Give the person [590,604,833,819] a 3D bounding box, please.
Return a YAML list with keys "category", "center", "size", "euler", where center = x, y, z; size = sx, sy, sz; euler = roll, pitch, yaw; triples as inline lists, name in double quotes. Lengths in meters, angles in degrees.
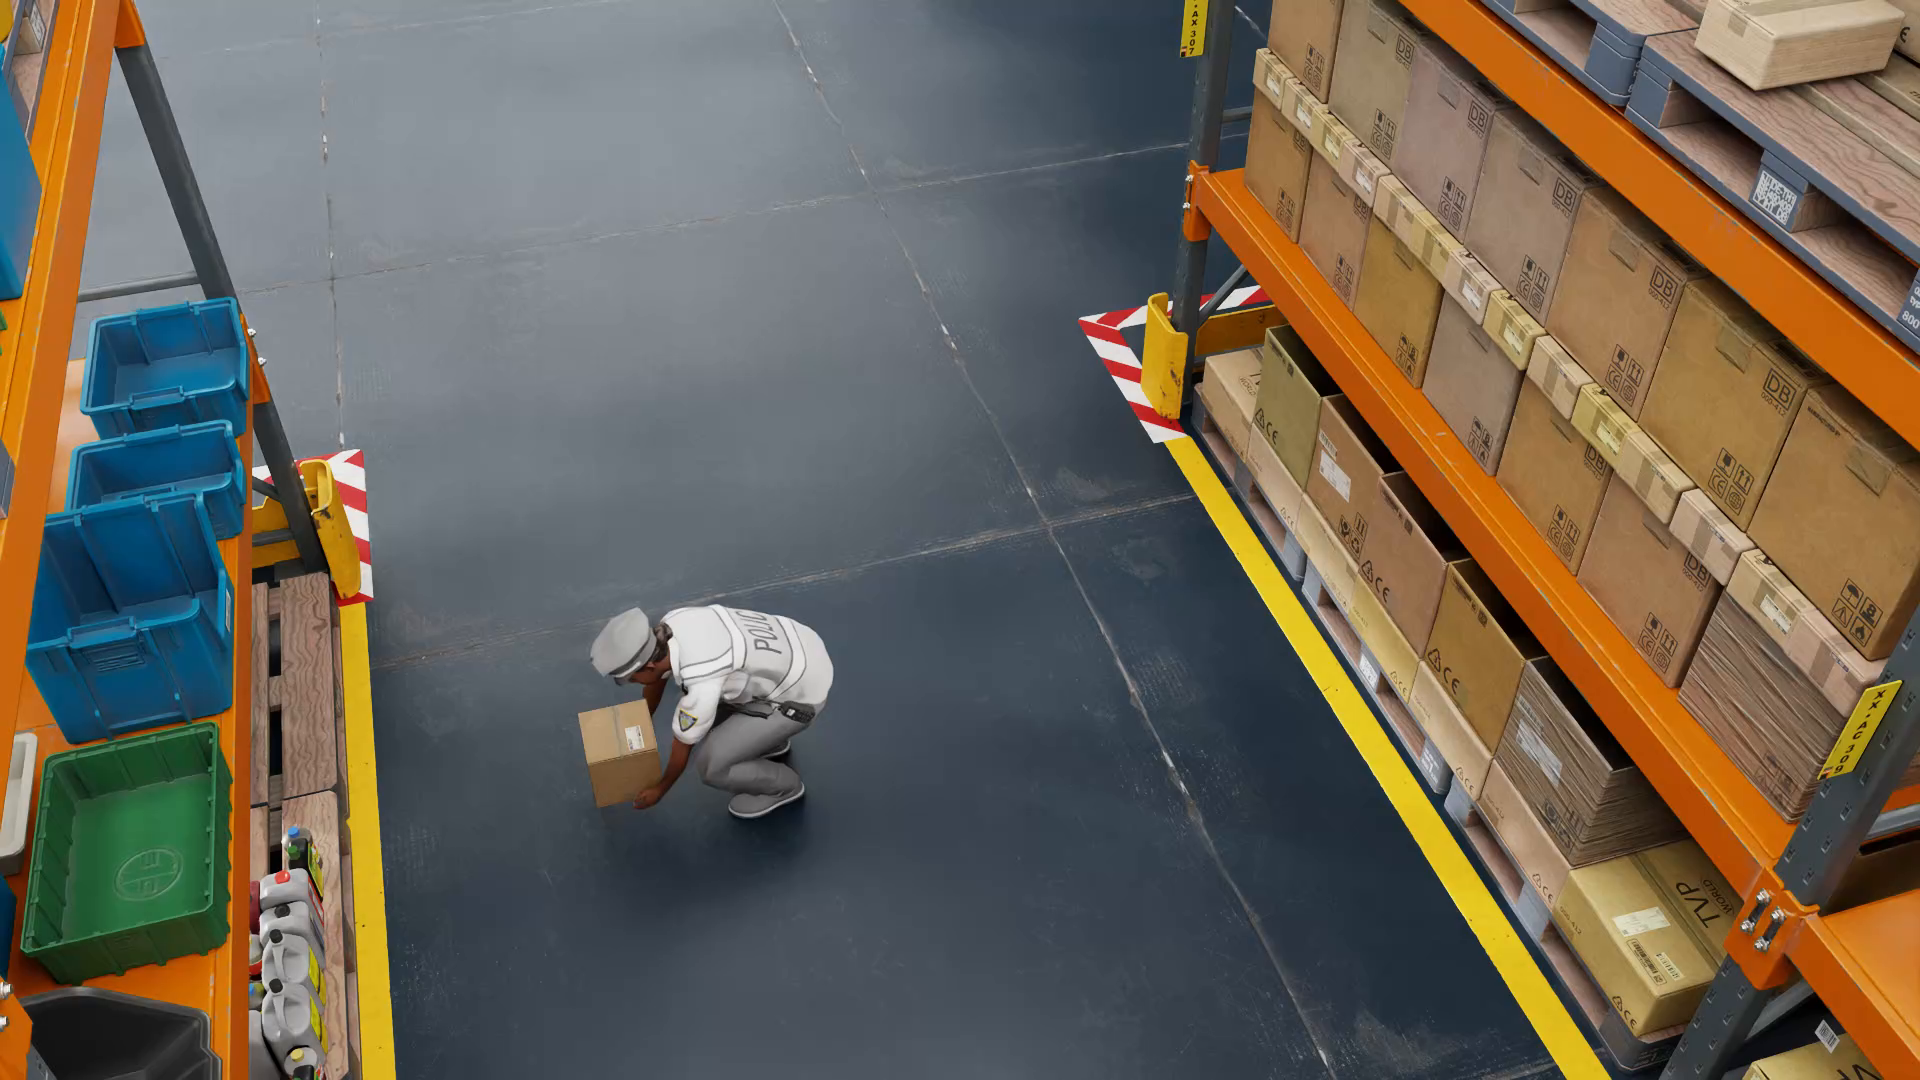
- category: "person"
  center: [-0.867, 0.582, 6.007]
  size: [0.833, 1.019, 0.487]
  euler: [-12, 44, -13]
